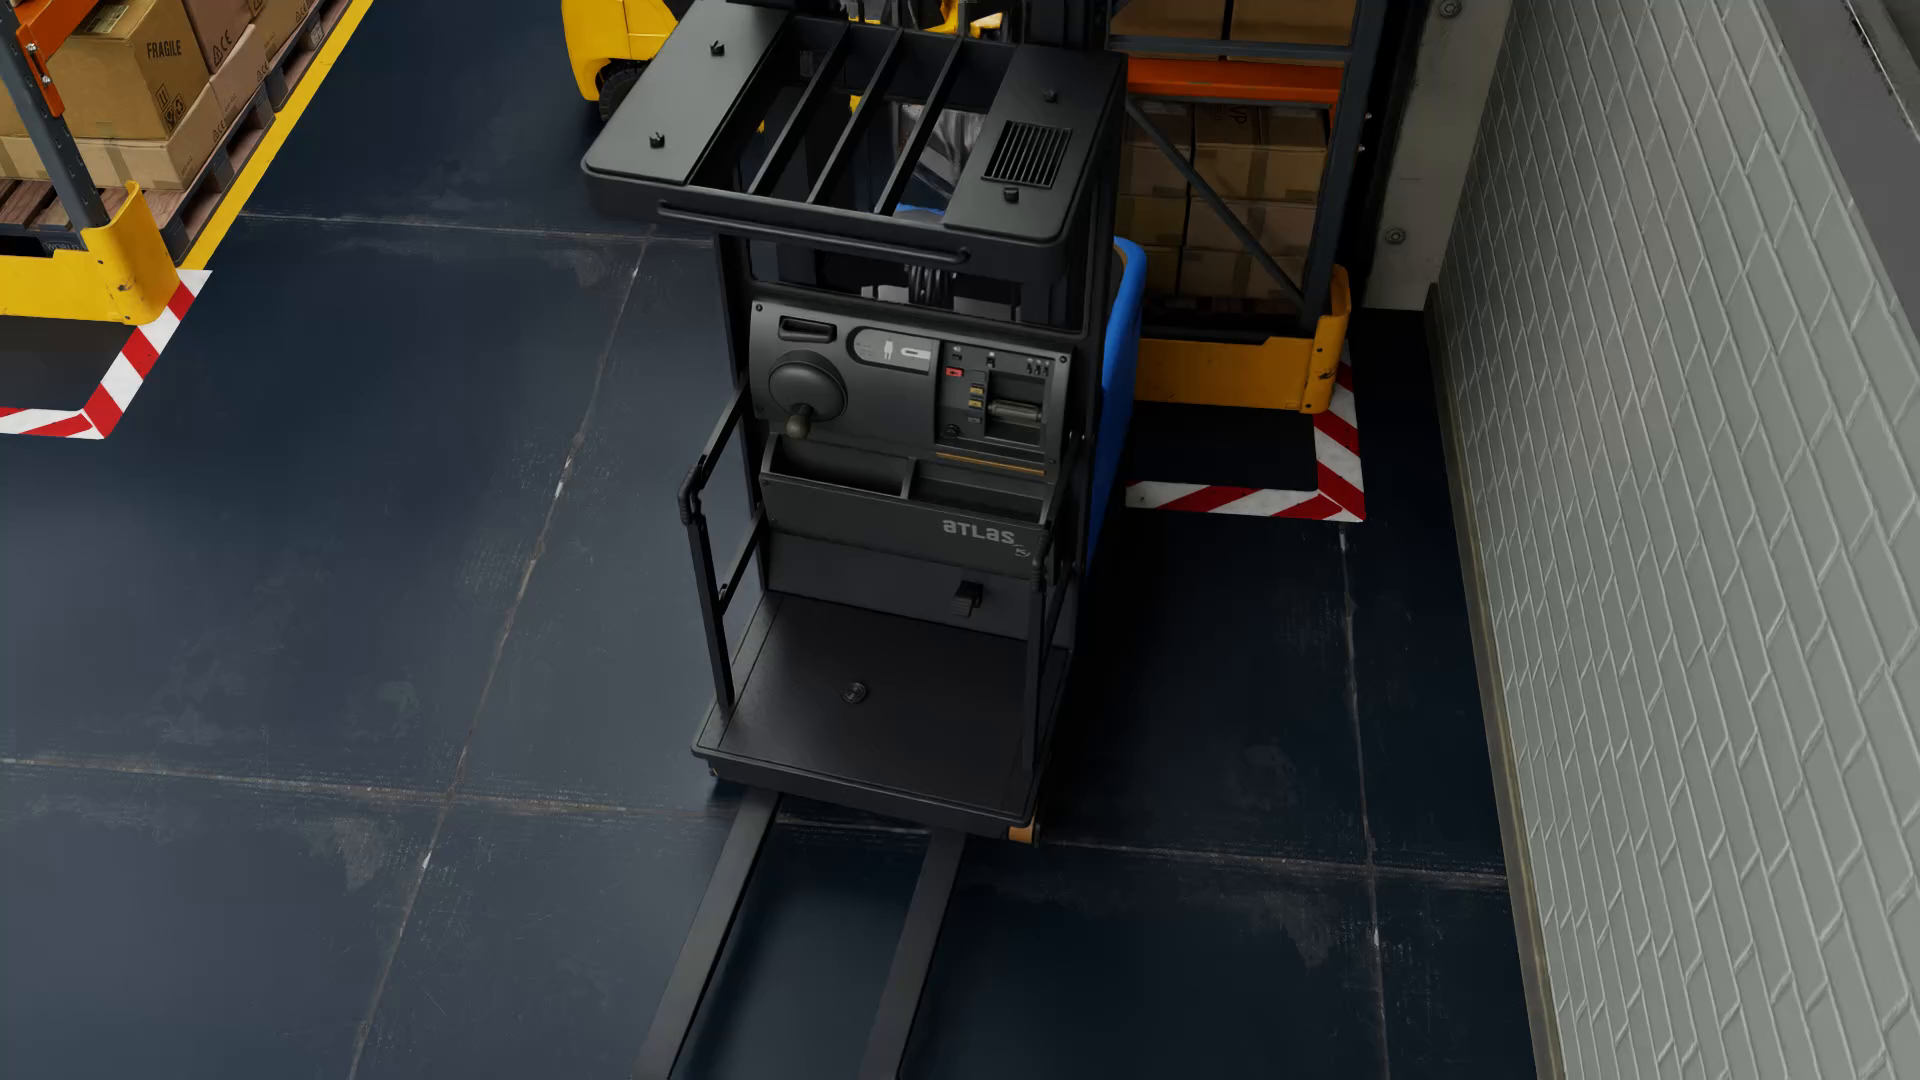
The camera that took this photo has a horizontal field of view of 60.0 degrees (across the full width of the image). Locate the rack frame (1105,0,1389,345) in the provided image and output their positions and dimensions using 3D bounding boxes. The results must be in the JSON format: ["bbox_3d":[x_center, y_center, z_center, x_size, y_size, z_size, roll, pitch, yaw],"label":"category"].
[{"bbox_3d":[0.932,-1.702,5.774,1.000,3.000,0.127,4,48,4],"label":"rack frame"}]

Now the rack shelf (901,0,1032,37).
[{"bbox_3d":[0.090,-1.879,5.593,0.480,0.518,0.431,-28,51,-26],"label":"rack shelf"}]

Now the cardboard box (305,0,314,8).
[{"bbox_3d":[-3.523,-2.968,8.511,0.500,0.250,0.500,5,48,4],"label":"cardboard box"}]

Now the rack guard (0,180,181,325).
[{"bbox_3d":[-4.005,-1.245,7.050,1.175,0.500,0.348,4,48,4],"label":"rack guard"}]

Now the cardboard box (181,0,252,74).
[{"bbox_3d":[-3.618,-2.476,7.552,0.500,0.500,0.500,2,48,2],"label":"cardboard box"}]

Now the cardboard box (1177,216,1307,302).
[{"bbox_3d":[1.171,-1.263,6.952,0.500,0.250,0.500,4,48,4],"label":"cardboard box"}]

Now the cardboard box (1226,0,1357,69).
[{"bbox_3d":[1.254,-2.081,6.053,0.500,0.500,0.500,5,48,5],"label":"cardboard box"}]

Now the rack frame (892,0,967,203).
[{"bbox_3d":[-0.115,-1.286,5.963,0.015,2.100,0.400,-28,51,-26],"label":"rack frame"}]

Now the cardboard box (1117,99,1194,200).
[{"bbox_3d":[0.663,-1.612,6.593,0.500,0.250,0.500,5,48,5],"label":"cardboard box"}]

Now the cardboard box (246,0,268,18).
[{"bbox_3d":[-3.564,-2.844,7.889,0.500,0.500,0.500,5,48,4],"label":"cardboard box"}]

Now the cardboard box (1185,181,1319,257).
[{"bbox_3d":[1.182,-1.416,6.752,0.500,0.250,0.500,5,48,4],"label":"cardboard box"}]

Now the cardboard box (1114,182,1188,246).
[{"bbox_3d":[0.665,-1.463,6.795,0.500,0.250,0.500,3,48,3],"label":"cardboard box"}]

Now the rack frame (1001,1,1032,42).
[{"bbox_3d":[0.272,-1.488,6.180,0.015,2.100,0.400,-28,51,-26],"label":"rack frame"}]

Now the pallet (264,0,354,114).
[{"bbox_3d":[-3.782,-2.636,8.518,1.003,0.211,1.213,4,48,4],"label":"pallet"}]

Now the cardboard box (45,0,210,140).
[{"bbox_3d":[-3.661,-2.091,7.201,0.500,0.500,0.500,2,48,2],"label":"cardboard box"}]

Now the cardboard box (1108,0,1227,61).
[{"bbox_3d":[0.715,-2.115,6.084,0.500,0.500,0.500,3,48,3],"label":"cardboard box"}]

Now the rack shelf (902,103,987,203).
[{"bbox_3d":[0.079,-1.377,6.081,0.480,0.518,0.431,-28,51,-26],"label":"rack shelf"}]

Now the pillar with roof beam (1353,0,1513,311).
[{"bbox_3d":[-2.394,-4.467,4.237,9.100,9.000,0.400,4,48,4],"label":"pillar with roof beam"}]

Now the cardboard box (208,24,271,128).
[{"bbox_3d":[-3.608,-2.195,7.804,0.500,0.250,0.500,5,48,5],"label":"cardboard box"}]

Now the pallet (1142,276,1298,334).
[{"bbox_3d":[0.960,-1.326,7.319,1.003,0.211,1.213,4,48,4],"label":"pallet"}]

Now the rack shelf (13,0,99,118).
[{"bbox_3d":[-3.829,-3.260,7.686,1.077,0.370,4.000,4,48,4],"label":"rack shelf"}]

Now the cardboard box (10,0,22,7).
[{"bbox_3d":[-3.774,-2.184,6.385,0.380,0.149,0.250,4,48,4],"label":"cardboard box"}]

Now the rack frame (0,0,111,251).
[{"bbox_3d":[-4.011,-2.033,6.077,1.000,3.000,0.127,4,48,4],"label":"rack frame"}]

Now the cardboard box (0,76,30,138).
[{"bbox_3d":[-4.198,-2.106,7.214,0.500,0.500,0.500,4,48,4],"label":"cardboard box"}]

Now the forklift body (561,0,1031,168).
[{"bbox_3d":[-0.712,-2.932,7.474,2.313,2.155,1.214,4,48,4],"label":"forklift body"}]

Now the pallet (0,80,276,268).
[{"bbox_3d":[-3.895,-1.742,7.700,1.003,0.211,1.213,4,48,4],"label":"pallet"}]

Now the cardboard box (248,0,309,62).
[{"bbox_3d":[-3.571,-2.597,8.172,0.500,0.250,0.500,7,48,6],"label":"cardboard box"}]

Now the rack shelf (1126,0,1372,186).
[{"bbox_3d":[1.114,-2.929,7.383,1.077,0.370,4.000,4,48,4],"label":"rack shelf"}]

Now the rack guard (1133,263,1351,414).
[{"bbox_3d":[0.930,-0.841,6.680,1.175,0.500,0.348,4,48,4],"label":"rack guard"}]

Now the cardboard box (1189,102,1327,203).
[{"bbox_3d":[1.164,-1.594,6.576,0.500,0.250,0.500,3,48,3],"label":"cardboard box"}]

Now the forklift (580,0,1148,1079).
[{"bbox_3d":[-0.201,-0.337,4.572,1.130,2.935,3.031,11,48,10],"label":"forklift"}]

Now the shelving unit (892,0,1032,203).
[{"bbox_3d":[0.079,-1.387,6.072,0.503,2.100,0.431,-28,51,-26],"label":"shelving unit"}]

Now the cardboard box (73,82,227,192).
[{"bbox_3d":[-3.663,-1.821,7.461,0.500,0.250,0.500,4,48,3],"label":"cardboard box"}]

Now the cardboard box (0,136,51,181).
[{"bbox_3d":[-4.204,-1.876,7.512,0.500,0.250,0.500,4,48,3],"label":"cardboard box"}]

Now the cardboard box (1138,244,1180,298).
[{"bbox_3d":[0.660,-1.282,6.969,0.500,0.250,0.500,4,48,4],"label":"cardboard box"}]
